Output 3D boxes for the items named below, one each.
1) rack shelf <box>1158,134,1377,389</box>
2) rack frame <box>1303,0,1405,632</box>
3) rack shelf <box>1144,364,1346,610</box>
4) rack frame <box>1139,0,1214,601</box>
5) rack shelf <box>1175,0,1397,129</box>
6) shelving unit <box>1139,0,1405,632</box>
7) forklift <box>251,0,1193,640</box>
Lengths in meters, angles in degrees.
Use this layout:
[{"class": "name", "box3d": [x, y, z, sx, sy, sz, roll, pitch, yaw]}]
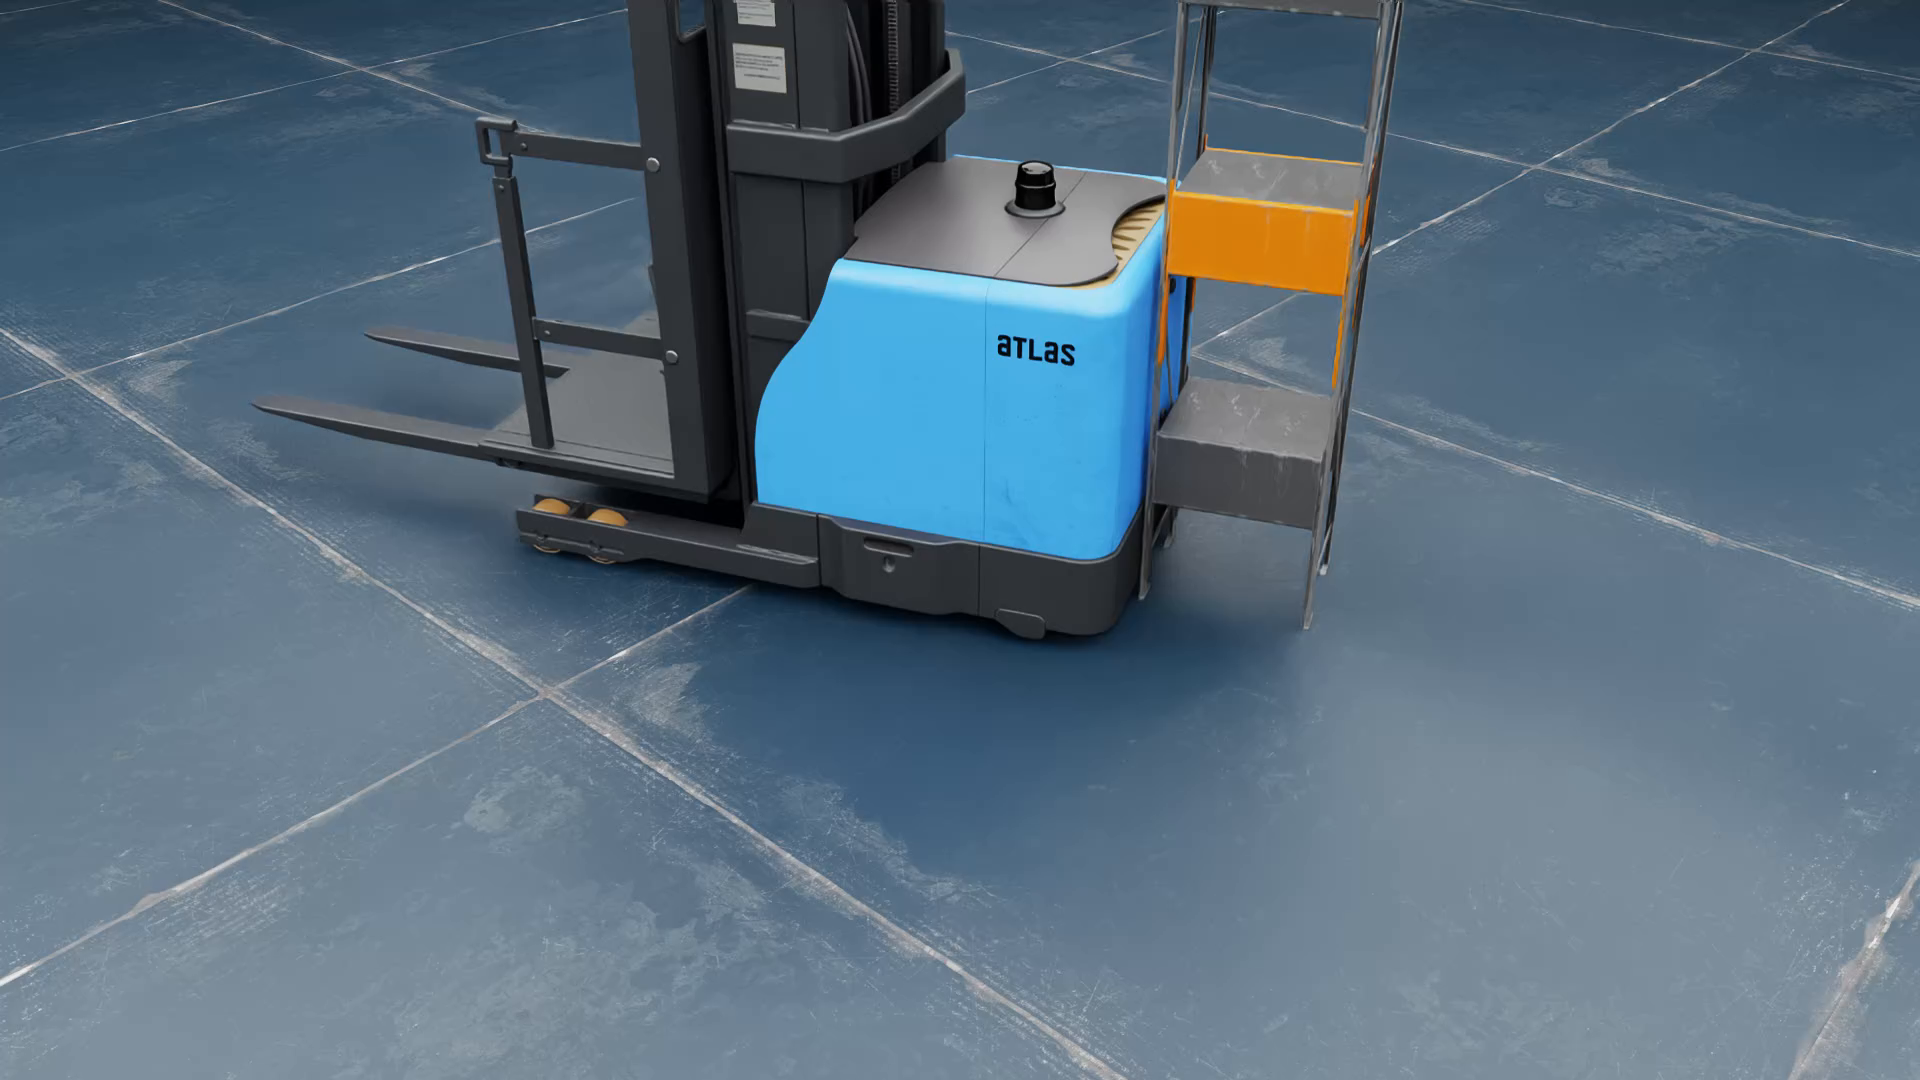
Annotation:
[{"class": "rack shelf", "box3d": [0.835, -0.763, 4.508, 0.480, 0.518, 0.431, 10, 33, 17]}, {"class": "rack frame", "box3d": [1.066, -0.733, 4.431, 0.015, 2.100, 0.400, 10, 33, 17]}, {"class": "rack shelf", "box3d": [0.835, -0.163, 4.869, 0.480, 0.518, 0.431, 10, 33, 17]}, {"class": "rack frame", "box3d": [0.605, -0.816, 4.570, 0.015, 2.100, 0.400, 10, 33, 17]}, {"class": "rack shelf", "box3d": [0.835, -1.363, 4.147, 0.480, 0.518, 0.431, 10, 33, 17]}, {"class": "shelving unit", "box3d": [0.835, -0.775, 4.501, 0.503, 2.100, 0.431, 10, 33, 17]}, {"class": "forklift", "box3d": [-0.844, -1.426, 4.777, 3.031, 2.935, 1.130, 10, 33, 17]}]
